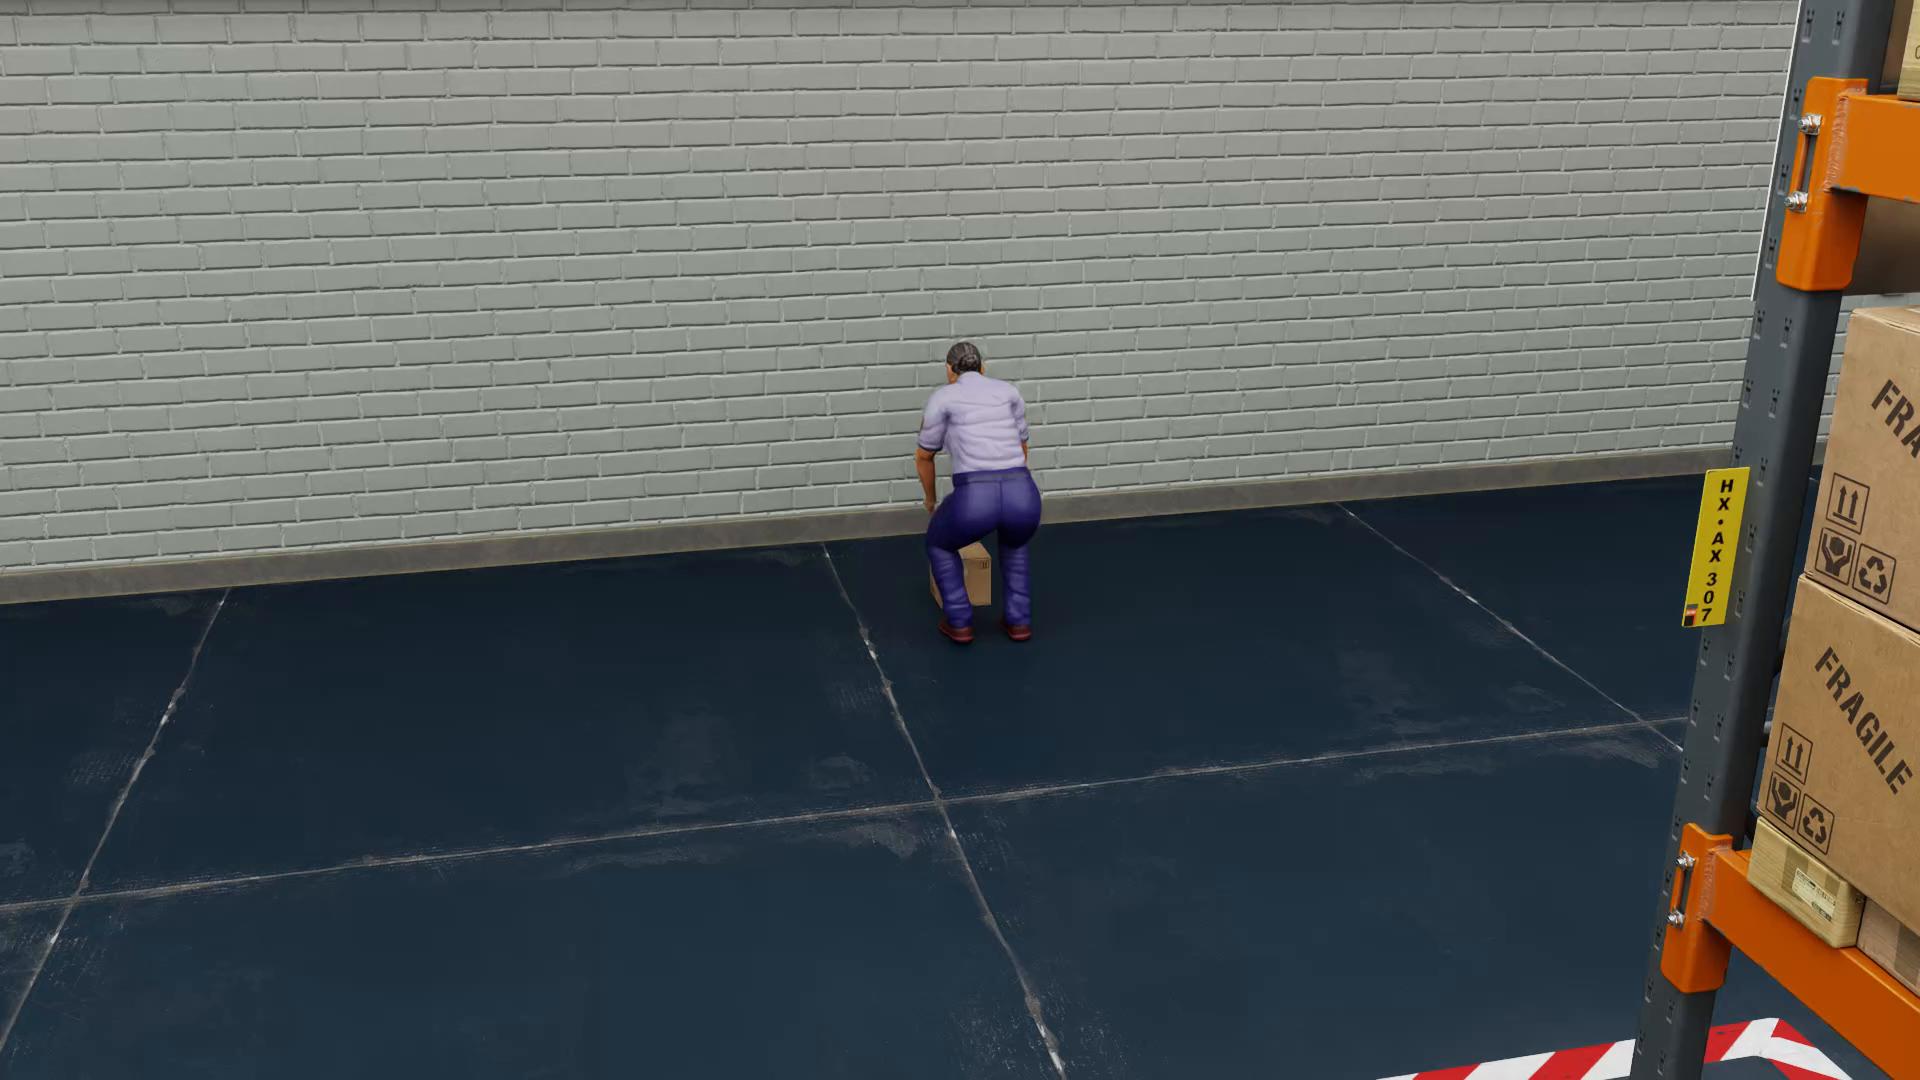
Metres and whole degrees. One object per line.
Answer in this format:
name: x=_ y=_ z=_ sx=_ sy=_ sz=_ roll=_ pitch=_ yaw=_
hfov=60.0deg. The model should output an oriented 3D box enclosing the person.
person: x=0.083 y=-0.194 z=7.603 sx=0.529 sy=1.340 sz=0.673 roll=-4 pitch=20 yaw=-12
